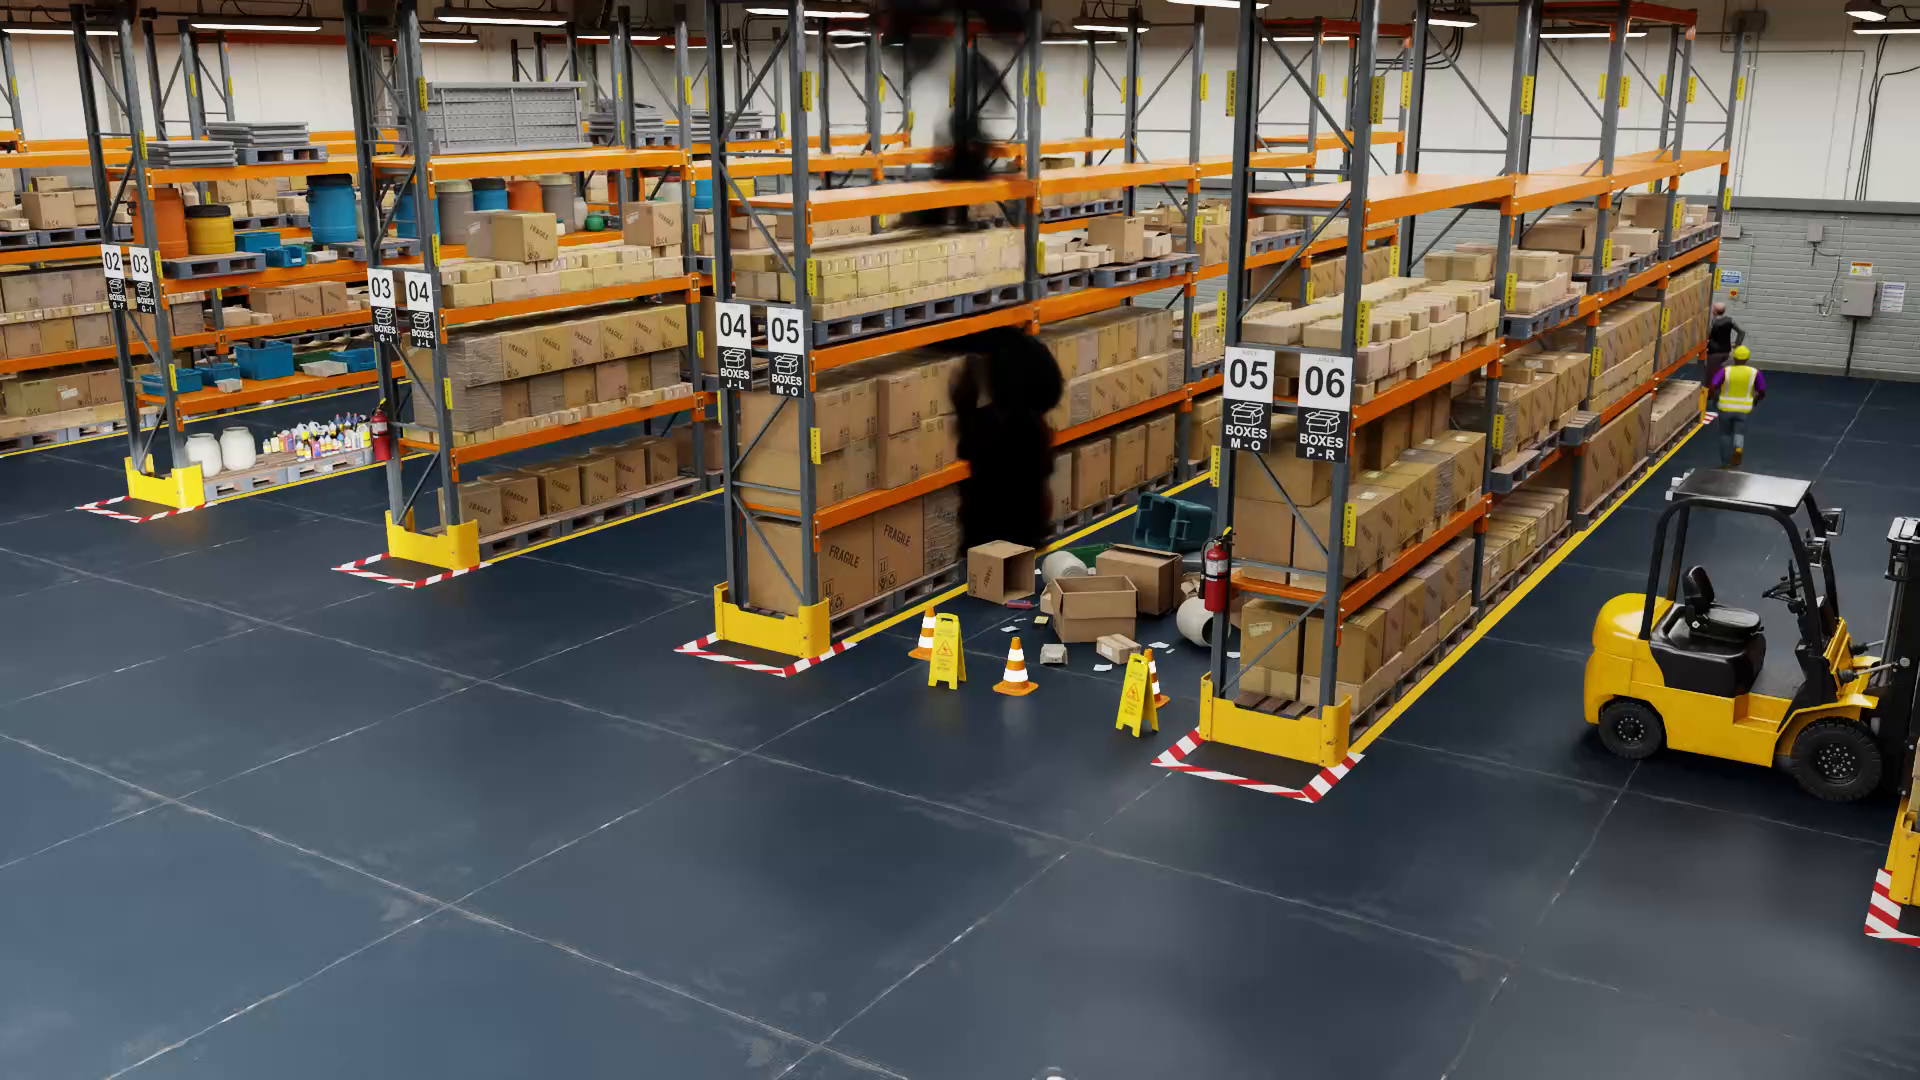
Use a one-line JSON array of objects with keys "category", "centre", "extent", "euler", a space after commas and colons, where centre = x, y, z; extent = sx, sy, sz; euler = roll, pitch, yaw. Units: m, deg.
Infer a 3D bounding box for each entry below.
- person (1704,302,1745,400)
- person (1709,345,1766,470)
[{"category": "person", "centre": [12.084, -2.973, 26.682], "extent": [0.657, 1.711, 0.876], "euler": [-5, 16, -18]}, {"category": "person", "centre": [10.363, -1.738, 22.261], "extent": [0.699, 1.738, 0.758], "euler": [6, 17, 20]}]
